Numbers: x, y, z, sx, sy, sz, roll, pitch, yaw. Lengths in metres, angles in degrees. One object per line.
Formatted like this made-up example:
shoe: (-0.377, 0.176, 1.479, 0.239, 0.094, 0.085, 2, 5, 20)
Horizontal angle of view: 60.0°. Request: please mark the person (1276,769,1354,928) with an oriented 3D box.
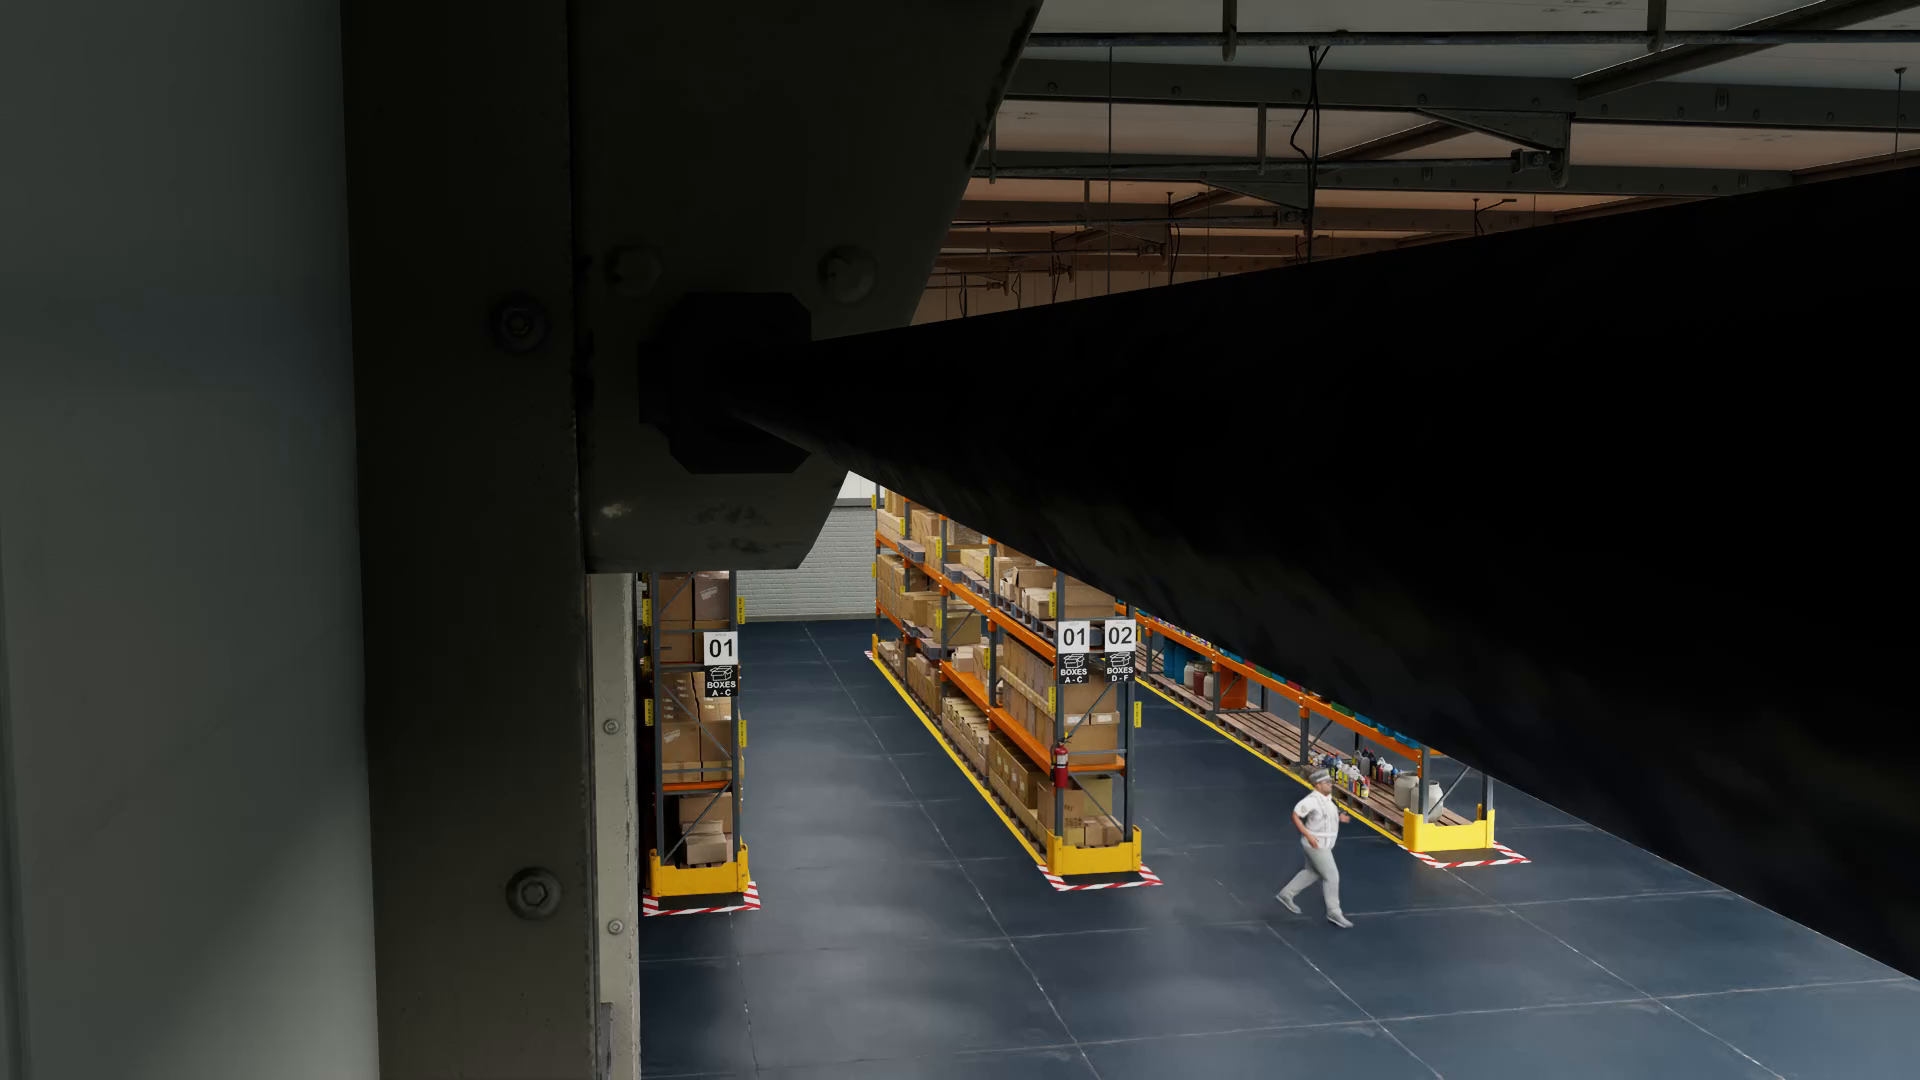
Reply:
person: (4.090, 3.494, 19.073, 0.910, 1.818, 0.640, 2, 6, 21)
